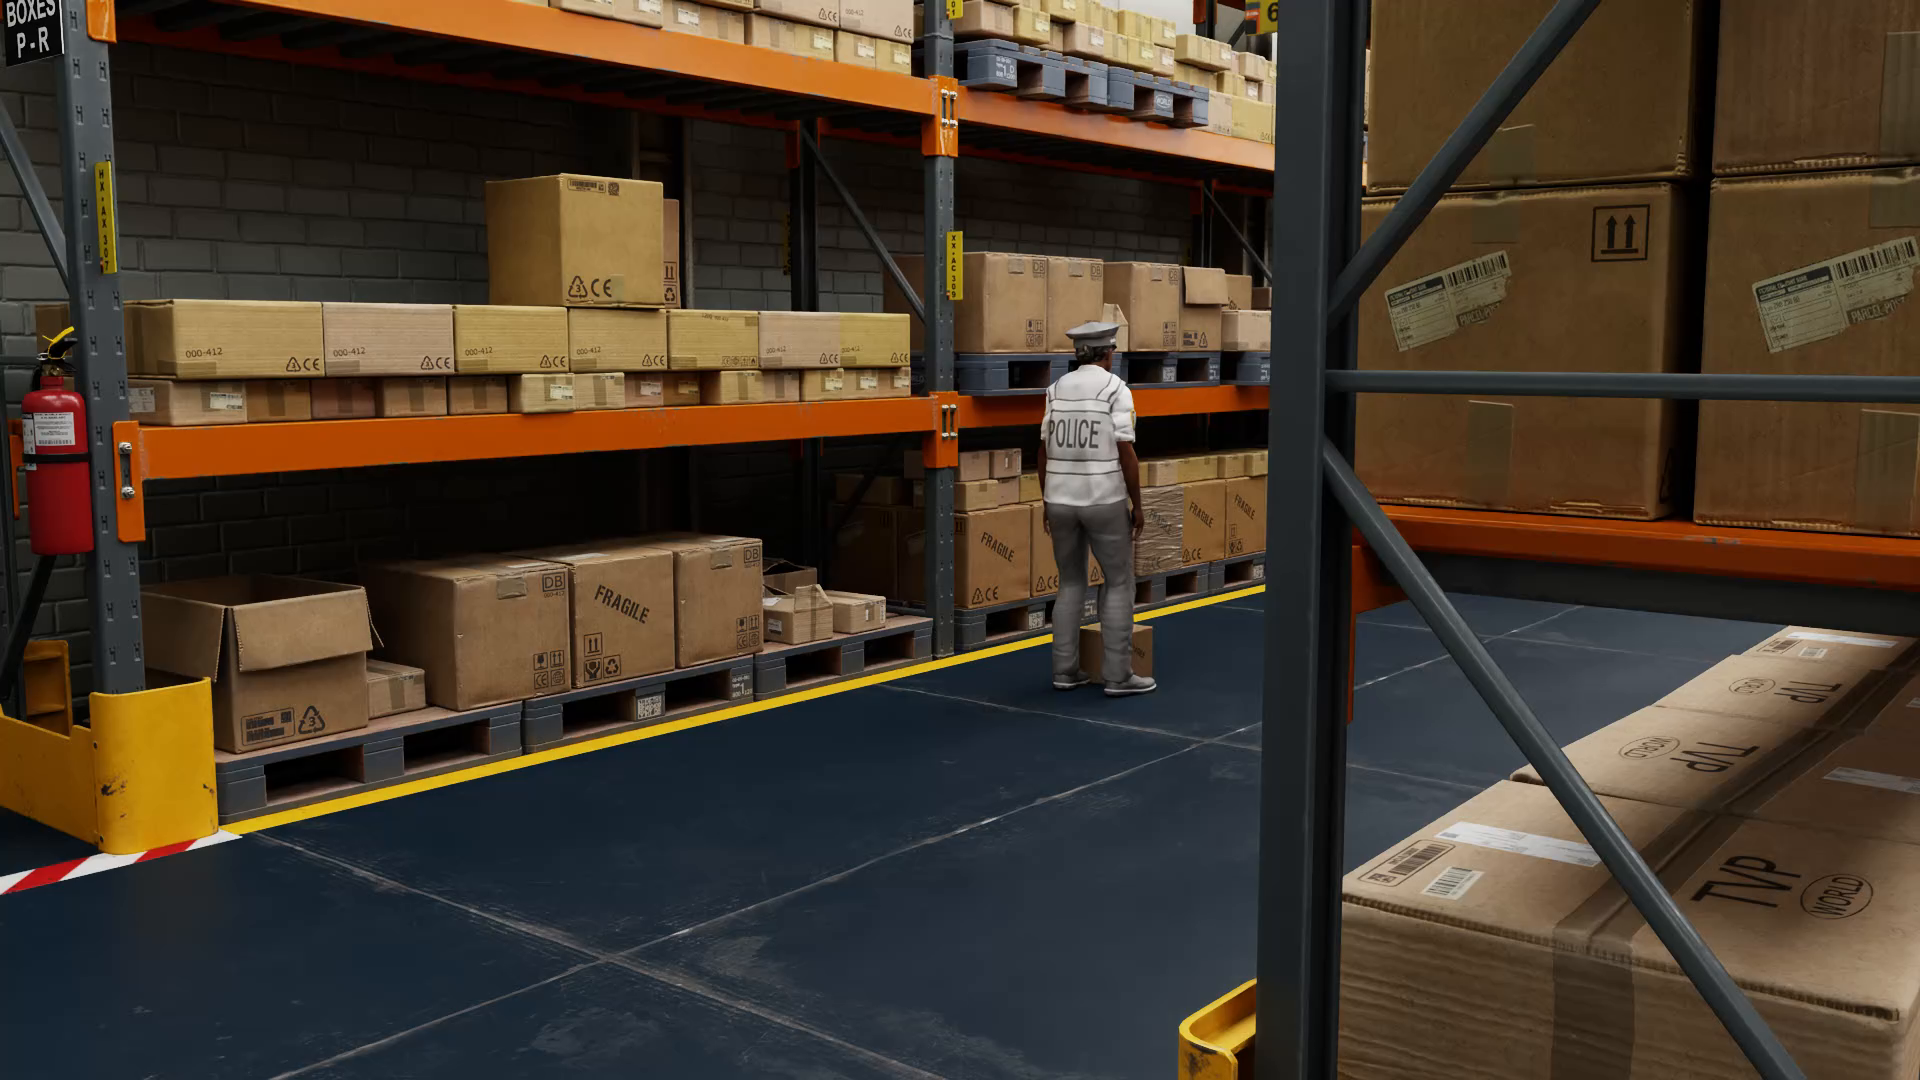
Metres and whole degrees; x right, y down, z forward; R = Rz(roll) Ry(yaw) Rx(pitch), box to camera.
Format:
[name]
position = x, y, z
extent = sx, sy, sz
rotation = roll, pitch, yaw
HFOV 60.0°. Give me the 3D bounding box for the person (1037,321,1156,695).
[person]
position = 0.599, -0.146, 7.460
extent = 0.533, 1.661, 0.396
rotation = 4, 8, 33
